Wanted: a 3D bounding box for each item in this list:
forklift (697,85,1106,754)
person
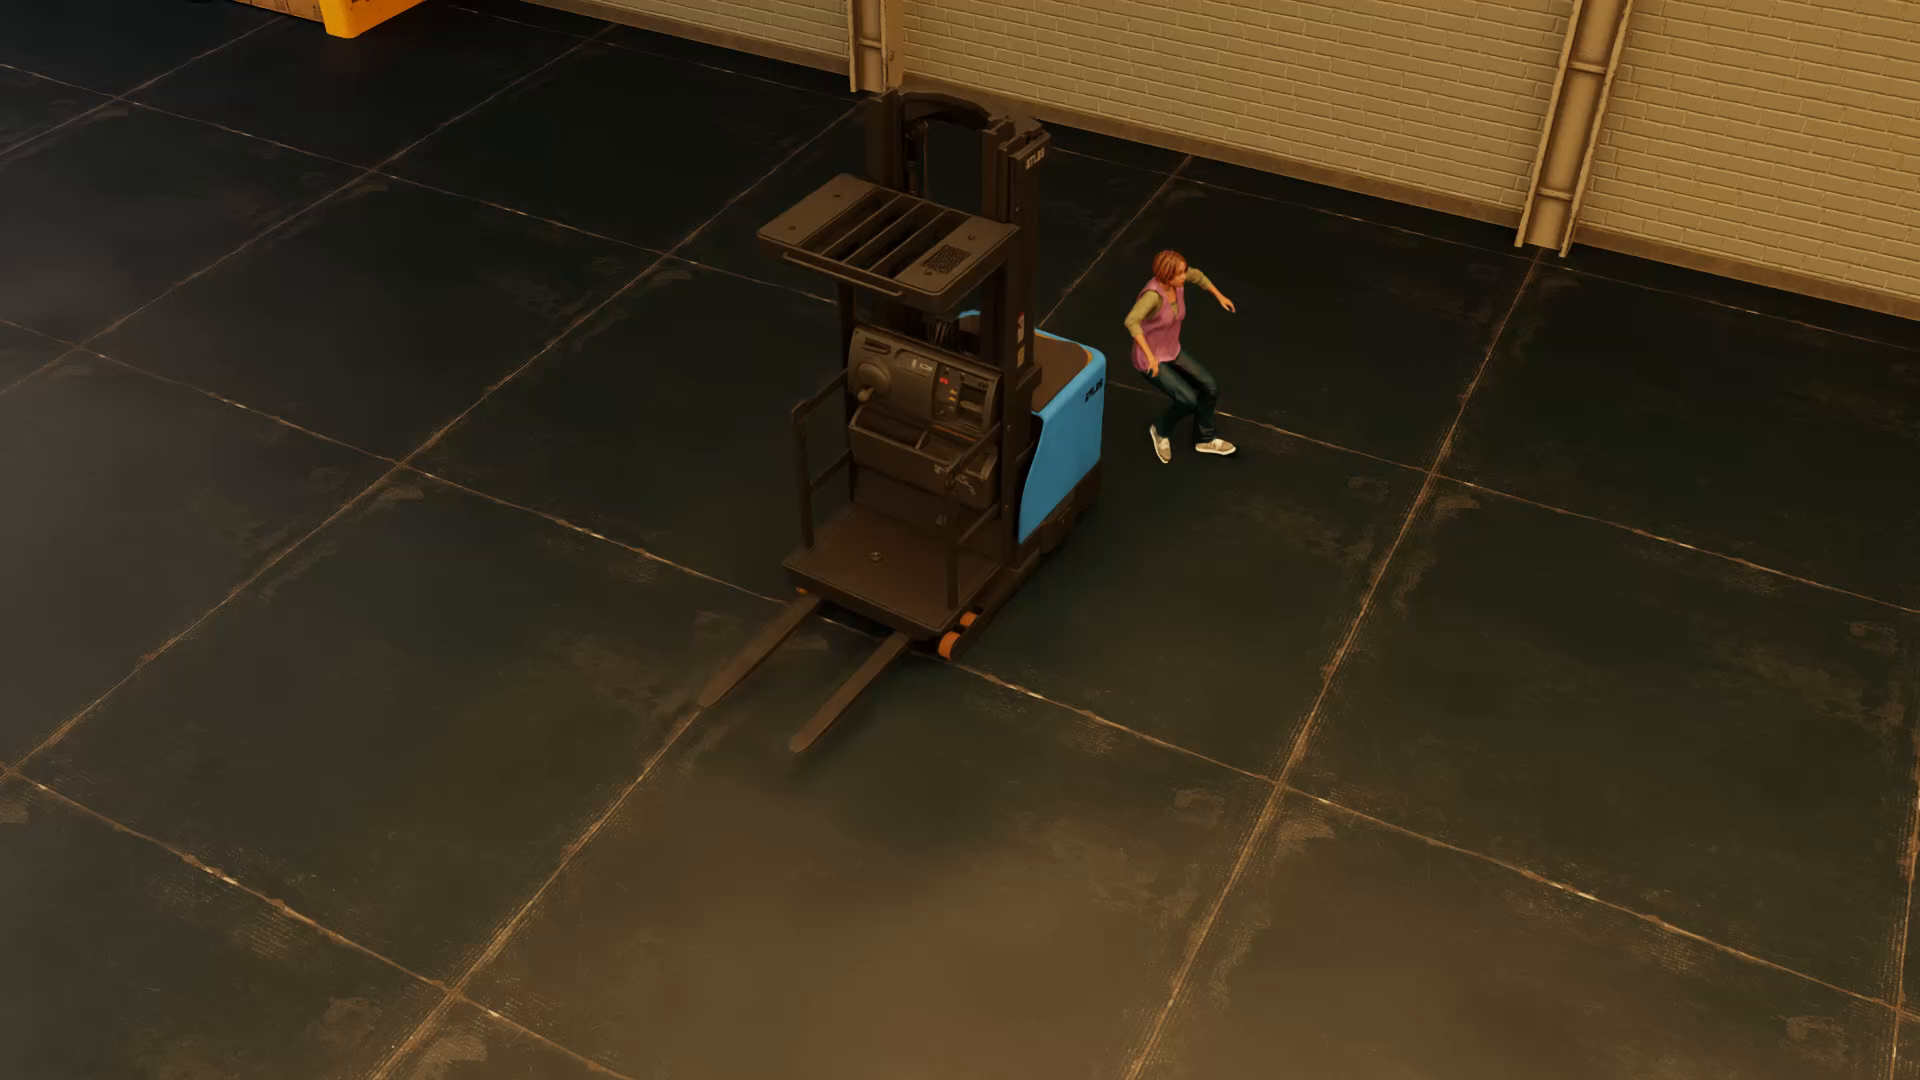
[{"bbox_3d":[-0.320,-0.786,8.919,1.130,2.935,3.031,22,45,24],"label":"forklift"},{"bbox_3d":[1.437,-1.153,10.516,0.691,1.422,0.957,27,47,28],"label":"person"}]
